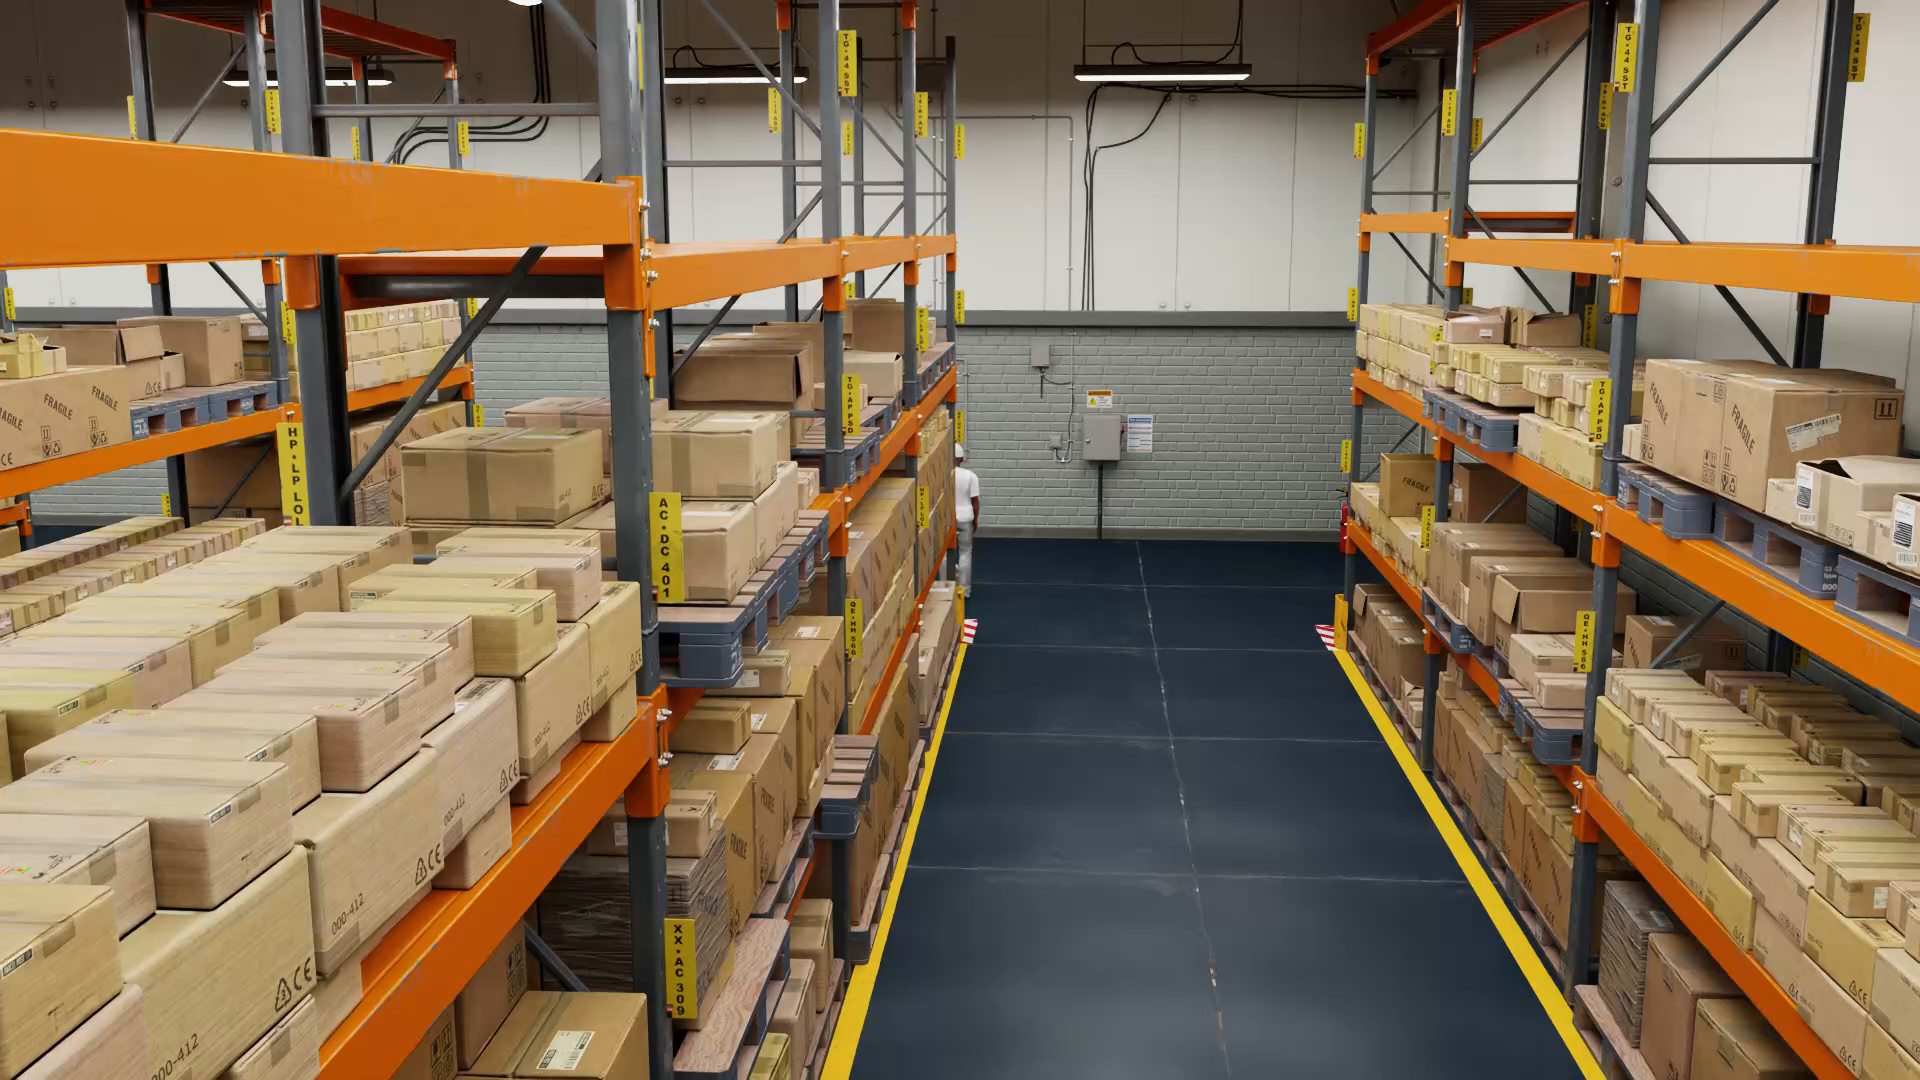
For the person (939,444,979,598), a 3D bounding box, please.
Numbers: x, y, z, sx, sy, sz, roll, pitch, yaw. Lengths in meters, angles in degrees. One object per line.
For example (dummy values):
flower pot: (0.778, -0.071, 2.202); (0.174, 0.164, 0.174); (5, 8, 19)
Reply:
person: (-0.060, -0.210, 19.037); (0.566, 1.798, 0.402); (1, 11, 5)
